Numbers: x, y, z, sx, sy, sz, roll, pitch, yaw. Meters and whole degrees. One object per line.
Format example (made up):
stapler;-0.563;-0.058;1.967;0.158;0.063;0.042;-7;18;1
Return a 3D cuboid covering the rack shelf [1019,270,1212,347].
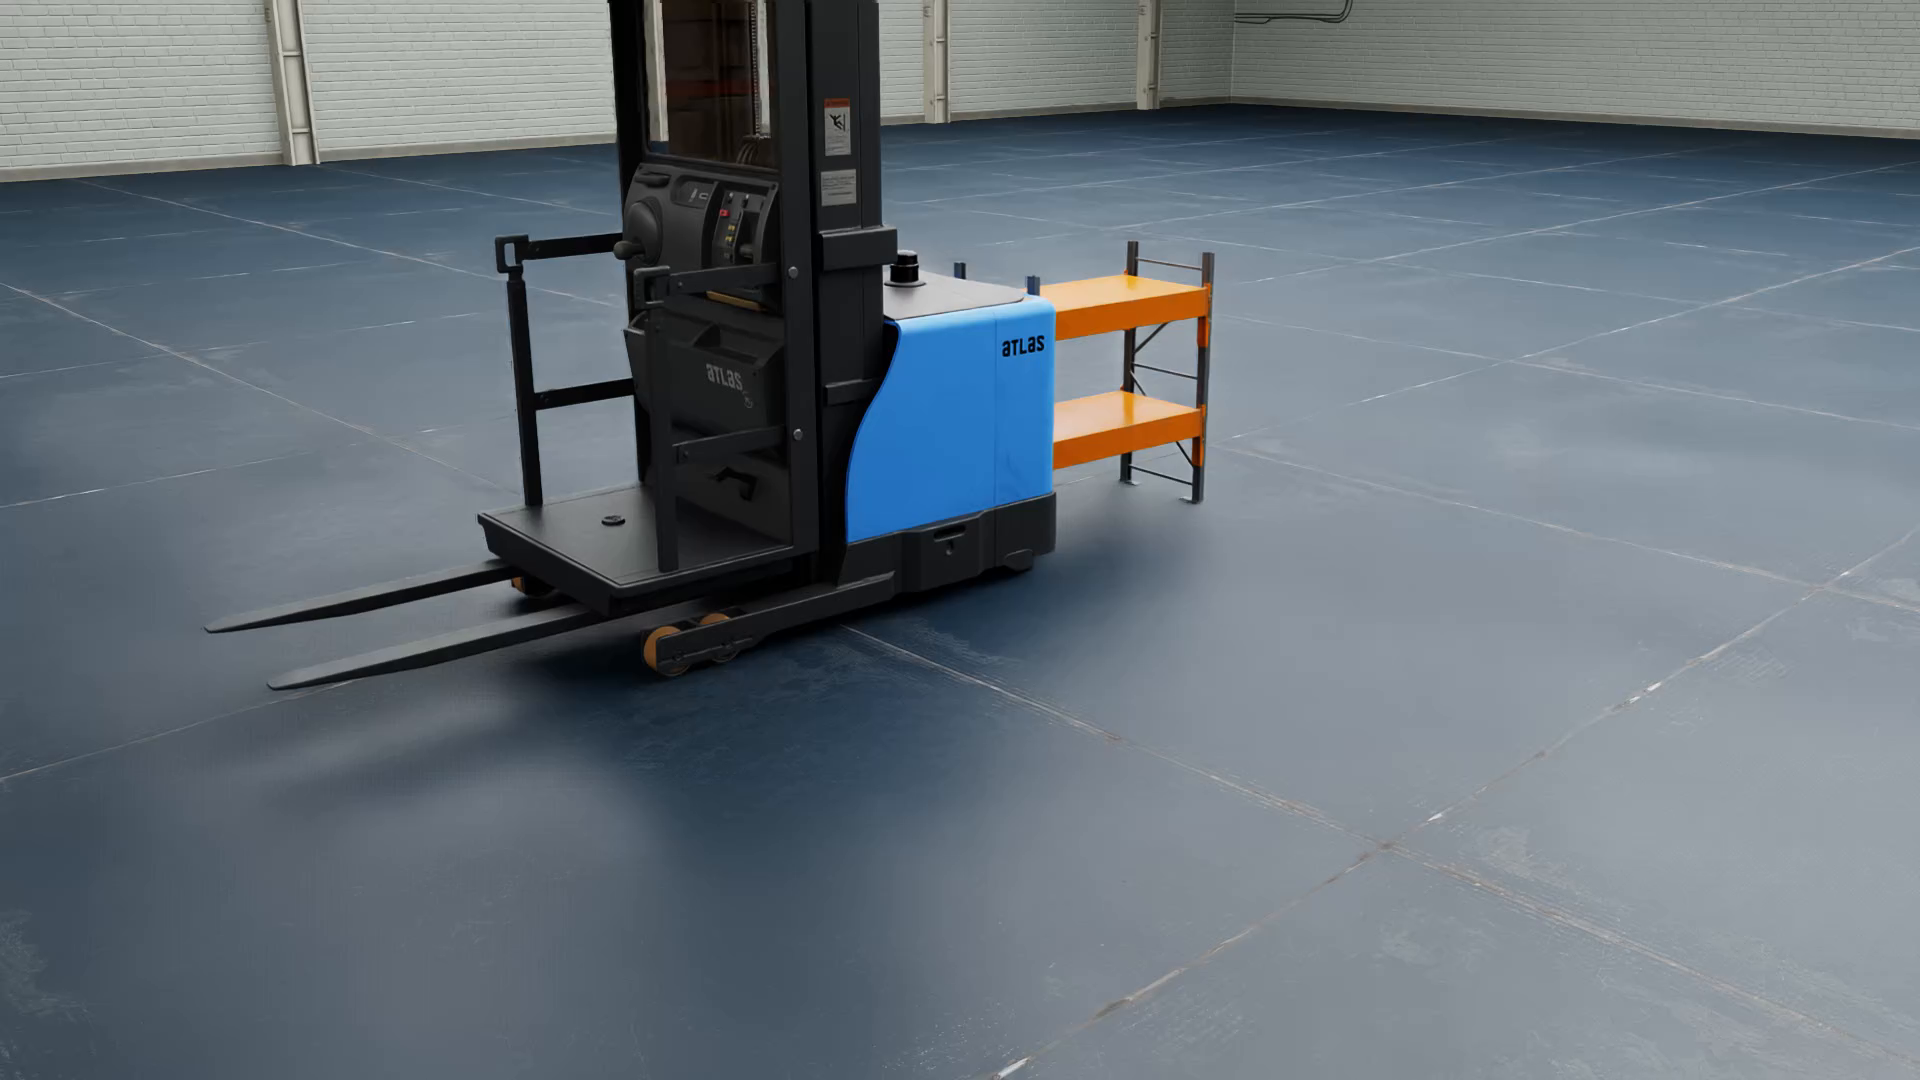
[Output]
rack shelf;0.536;-0.938;7.103;1.000;0.278;0.538;-14;23;-37

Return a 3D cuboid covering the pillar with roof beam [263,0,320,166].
pillar with roof beam;-6.188;-8.542;18.741;0.400;9.000;9.100;-16;24;-41

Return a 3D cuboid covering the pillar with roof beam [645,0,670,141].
pillar with roof beam;-1.829;-9.814;22.662;0.400;9.000;9.100;-16;24;-41

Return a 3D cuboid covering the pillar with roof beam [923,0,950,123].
pillar with roof beam;2.531;-11.085;26.583;0.400;9.000;9.100;-16;24;-41

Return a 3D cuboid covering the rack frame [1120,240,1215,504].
rack frame;0.927;-0.759;7.503;0.032;1.125;0.500;-14;23;-37

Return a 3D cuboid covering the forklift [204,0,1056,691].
forklift;-1.075;-1.119;5.684;3.031;2.935;1.130;-14;23;-37

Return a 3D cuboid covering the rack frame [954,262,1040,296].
rack frame;0.145;-0.559;6.885;0.032;1.125;0.500;-14;23;-37

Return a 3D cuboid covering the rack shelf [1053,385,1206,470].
rack shelf;0.536;-0.427;7.269;1.000;0.278;0.538;-14;23;-37

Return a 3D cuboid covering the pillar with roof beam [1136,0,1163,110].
pillar with roof beam;6.891;-12.356;30.505;0.400;9.000;9.100;-16;24;-41

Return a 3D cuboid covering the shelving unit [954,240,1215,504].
shelving unit;0.536;-0.659;7.194;1.048;1.125;0.538;-14;23;-37

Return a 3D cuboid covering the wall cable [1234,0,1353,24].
wall cable;6.982;-12.172;34.971;0.112;2.526;3.097;-16;24;-41
